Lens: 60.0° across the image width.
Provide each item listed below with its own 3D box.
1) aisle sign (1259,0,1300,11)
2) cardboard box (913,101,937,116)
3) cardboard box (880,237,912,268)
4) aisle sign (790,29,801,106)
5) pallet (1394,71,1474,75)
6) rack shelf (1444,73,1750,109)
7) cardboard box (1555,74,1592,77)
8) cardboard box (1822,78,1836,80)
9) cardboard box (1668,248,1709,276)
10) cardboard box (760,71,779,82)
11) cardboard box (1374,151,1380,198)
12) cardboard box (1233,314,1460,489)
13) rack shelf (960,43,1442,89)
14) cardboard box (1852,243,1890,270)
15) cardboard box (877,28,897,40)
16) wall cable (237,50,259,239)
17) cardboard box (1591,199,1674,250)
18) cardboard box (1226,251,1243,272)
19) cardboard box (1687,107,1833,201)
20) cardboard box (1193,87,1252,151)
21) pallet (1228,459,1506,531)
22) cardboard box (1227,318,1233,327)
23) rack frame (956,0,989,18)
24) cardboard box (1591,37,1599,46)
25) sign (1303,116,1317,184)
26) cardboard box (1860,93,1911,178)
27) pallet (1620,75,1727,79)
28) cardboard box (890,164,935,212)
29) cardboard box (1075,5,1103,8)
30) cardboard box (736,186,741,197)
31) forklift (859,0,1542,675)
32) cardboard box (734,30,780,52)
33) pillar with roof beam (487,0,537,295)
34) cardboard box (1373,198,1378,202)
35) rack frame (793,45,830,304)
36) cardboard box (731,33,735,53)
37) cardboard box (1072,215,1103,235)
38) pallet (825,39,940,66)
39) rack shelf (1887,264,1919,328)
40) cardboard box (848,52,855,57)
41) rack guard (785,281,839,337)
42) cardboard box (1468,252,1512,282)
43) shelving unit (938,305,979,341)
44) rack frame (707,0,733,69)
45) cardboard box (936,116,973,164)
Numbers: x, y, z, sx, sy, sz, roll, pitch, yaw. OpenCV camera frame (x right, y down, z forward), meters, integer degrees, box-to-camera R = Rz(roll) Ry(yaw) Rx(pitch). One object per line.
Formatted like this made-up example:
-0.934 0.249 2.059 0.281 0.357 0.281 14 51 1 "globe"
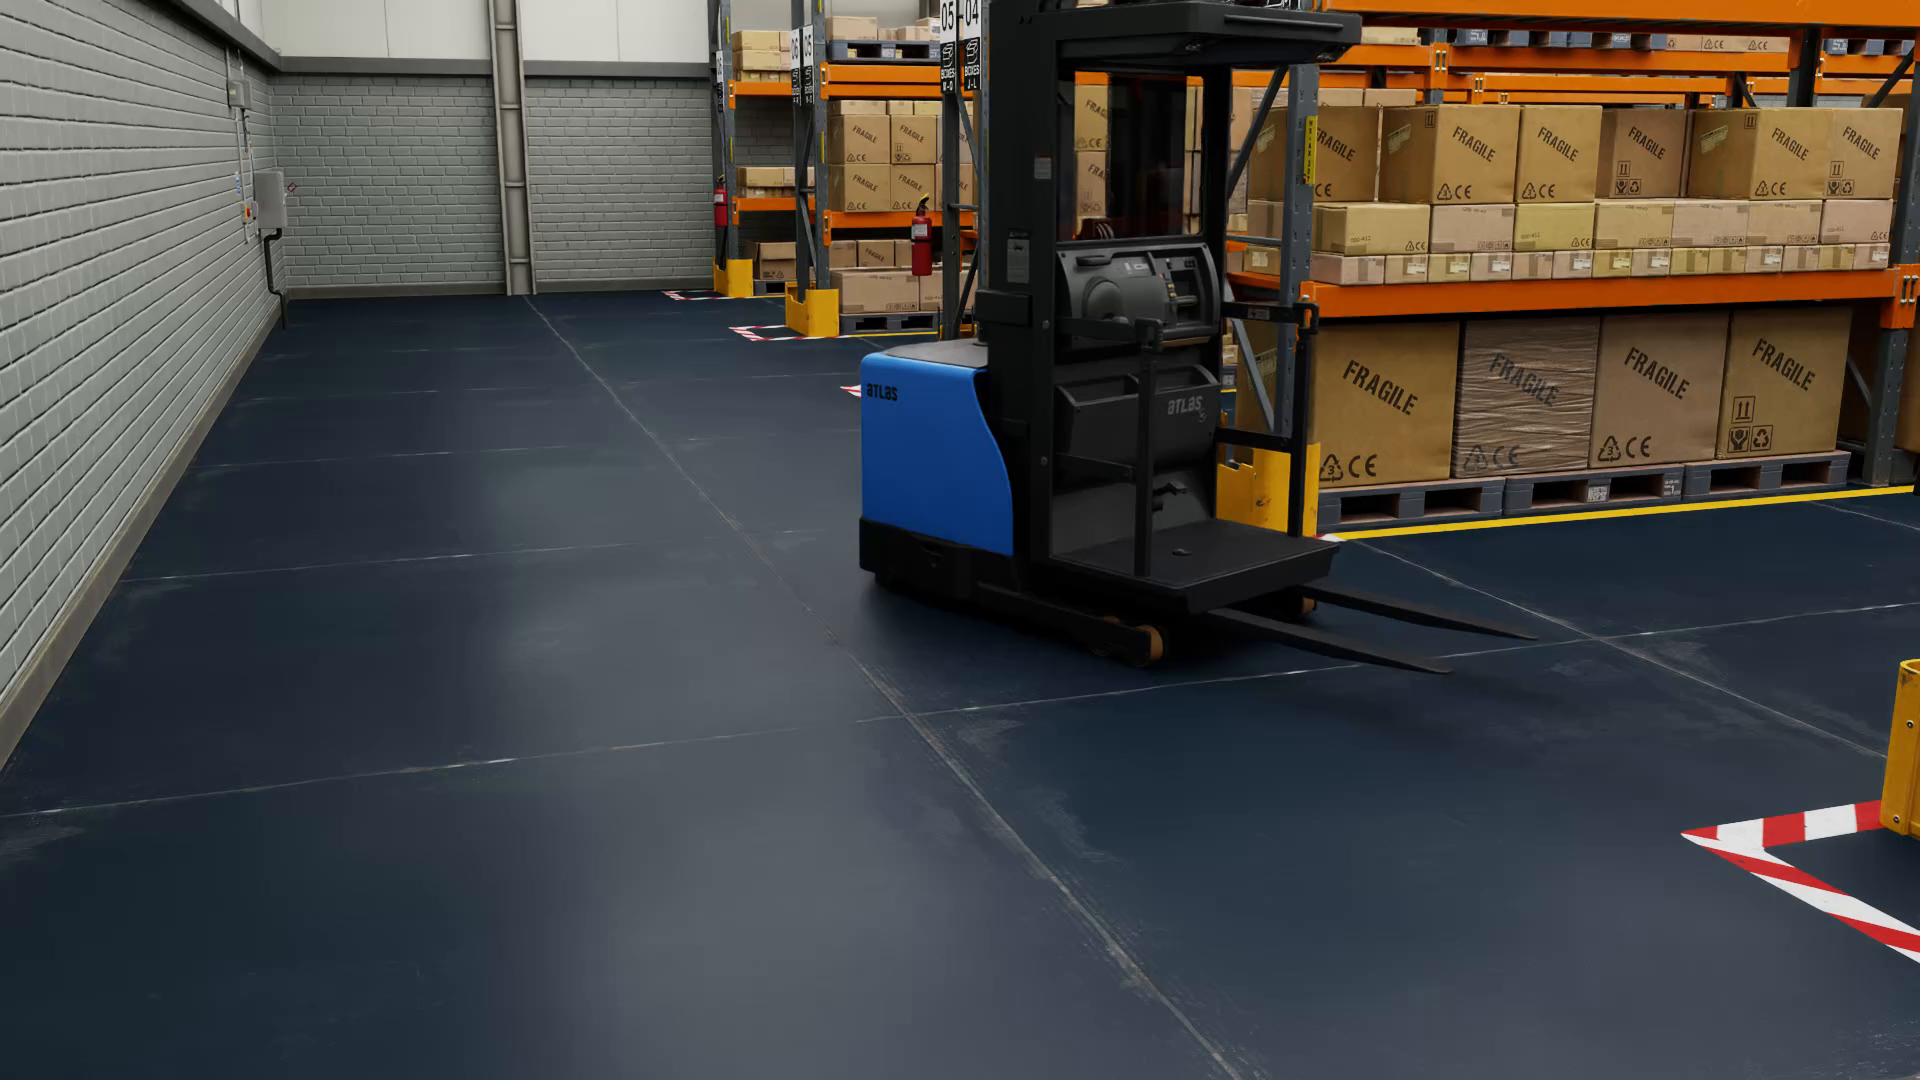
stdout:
1.582 -2.777 8.216 0.004 0.787 0.394 -4 14 -18 "aisle sign"
-0.429 -4.625 17.826 0.250 0.149 0.380 -5 14 -20 "cardboard box"
-0.776 -3.989 23.423 0.500 0.500 0.700 -5 14 -20 "cardboard box"
-1.773 -5.084 17.916 0.004 0.787 0.394 -4 14 -18 "aisle sign"
5.383 -5.655 19.861 1.003 0.211 1.213 -4 14 -15 "pallet"
7.872 -5.604 20.792 4.000 0.370 1.077 -4 14 -18 "rack shelf"
7.413 -5.975 20.576 0.637 0.503 0.797 -4 14 -18 "cardboard box"
11.113 -6.025 21.551 0.250 0.149 0.380 -5 14 -20 "cardboard box"
3.943 -1.567 9.290 0.250 0.149 0.380 -5 14 -19 "cardboard box"
-2.576 -6.179 22.201 0.250 0.149 0.380 -4 14 -17 "cardboard box"
3.491 -3.069 14.205 0.500 0.500 0.500 -4 14 -18 "cardboard box"
2.135 -0.818 9.285 0.875 0.875 0.875 -4 14 -18 "cardboard box"
1.964 -3.935 13.777 4.000 0.370 1.077 -4 14 -18 "rack shelf"
5.161 -1.662 9.689 0.250 0.149 0.380 -4 14 -18 "cardboard box"
-0.837 -5.448 18.001 0.250 0.149 0.380 -6 14 -22 "cardboard box"
-7.406 -4.140 17.369 0.122 1.984 0.588 -4 14 -18 "wall cable"
3.556 -1.747 9.185 0.500 0.250 0.500 -5 14 -19 "cardboard box"
2.747 -3.286 19.658 0.875 0.875 0.875 -4 14 -16 "cardboard box"
4.519 -2.186 9.412 0.500 0.500 0.500 -4 14 -17 "cardboard box"
2.037 -3.443 13.618 0.500 0.500 0.500 -5 14 -20 "cardboard box"
2.287 -0.302 9.459 1.213 0.211 1.003 -4 14 -18 "pallet"
2.122 -1.890 14.075 0.250 0.149 0.380 -4 14 -18 "cardboard box"
0.068 -5.597 12.726 0.127 3.000 1.000 -4 14 -18 "rack frame"
6.081 -4.716 15.290 0.500 0.500 0.500 -4 14 -18 "cardboard box"
1.726 -1.920 8.193 0.005 0.325 0.100 -4 14 -18 "sign"
5.948 -2.464 10.135 0.637 0.503 0.797 -5 14 -20 "cardboard box"
9.148 -5.988 21.258 1.003 0.211 1.213 -4 14 -18 "pallet"
-0.589 -3.821 18.008 0.500 0.500 0.500 -5 14 -19 "cardboard box"
1.076 -4.080 13.154 0.500 0.250 0.500 -4 14 -16 "cardboard box"
-2.964 -4.806 22.908 0.250 0.149 0.380 -5 14 -19 "cardboard box"
0.896 -1.058 6.759 1.130 2.935 3.031 -12 18 -41 "forklift"
-2.692 -6.597 22.013 0.500 0.250 0.500 -5 14 -19 "cardboard box"
-4.663 -6.818 17.860 0.400 9.000 9.100 -4 14 -18 "pillar with roof beam"
2.410 -1.786 9.350 0.500 0.250 0.500 -5 14 -19 "cardboard box"
-1.606 -3.756 17.953 0.127 3.000 1.000 -4 14 -18 "rack frame"
-2.861 -6.713 22.502 0.500 0.250 0.500 -5 14 -20 "cardboard box"
0.980 -2.544 13.399 0.250 0.149 0.380 -5 14 -20 "cardboard box"
-0.906 -5.230 17.856 1.213 0.211 1.003 -4 14 -18 "pallet"
7.241 -1.676 10.761 4.000 0.370 1.077 -4 14 -18 "rack shelf"
-1.721 -6.426 22.374 0.500 0.250 0.500 -5 14 -20 "cardboard box"
-1.629 -2.539 18.235 0.348 0.500 1.175 -4 14 -18 "rack guard"
2.728 -1.472 8.893 0.250 0.149 0.380 -5 14 -19 "cardboard box"
0.014 -0.585 8.508 0.189 1.200 0.258 -4 14 -18 "shelving unit"
-3.193 -7.763 21.834 0.127 3.000 1.000 -4 14 -18 "rack frame"
-0.088 -4.344 18.046 0.500 0.500 0.500 -5 14 -18 "cardboard box"
